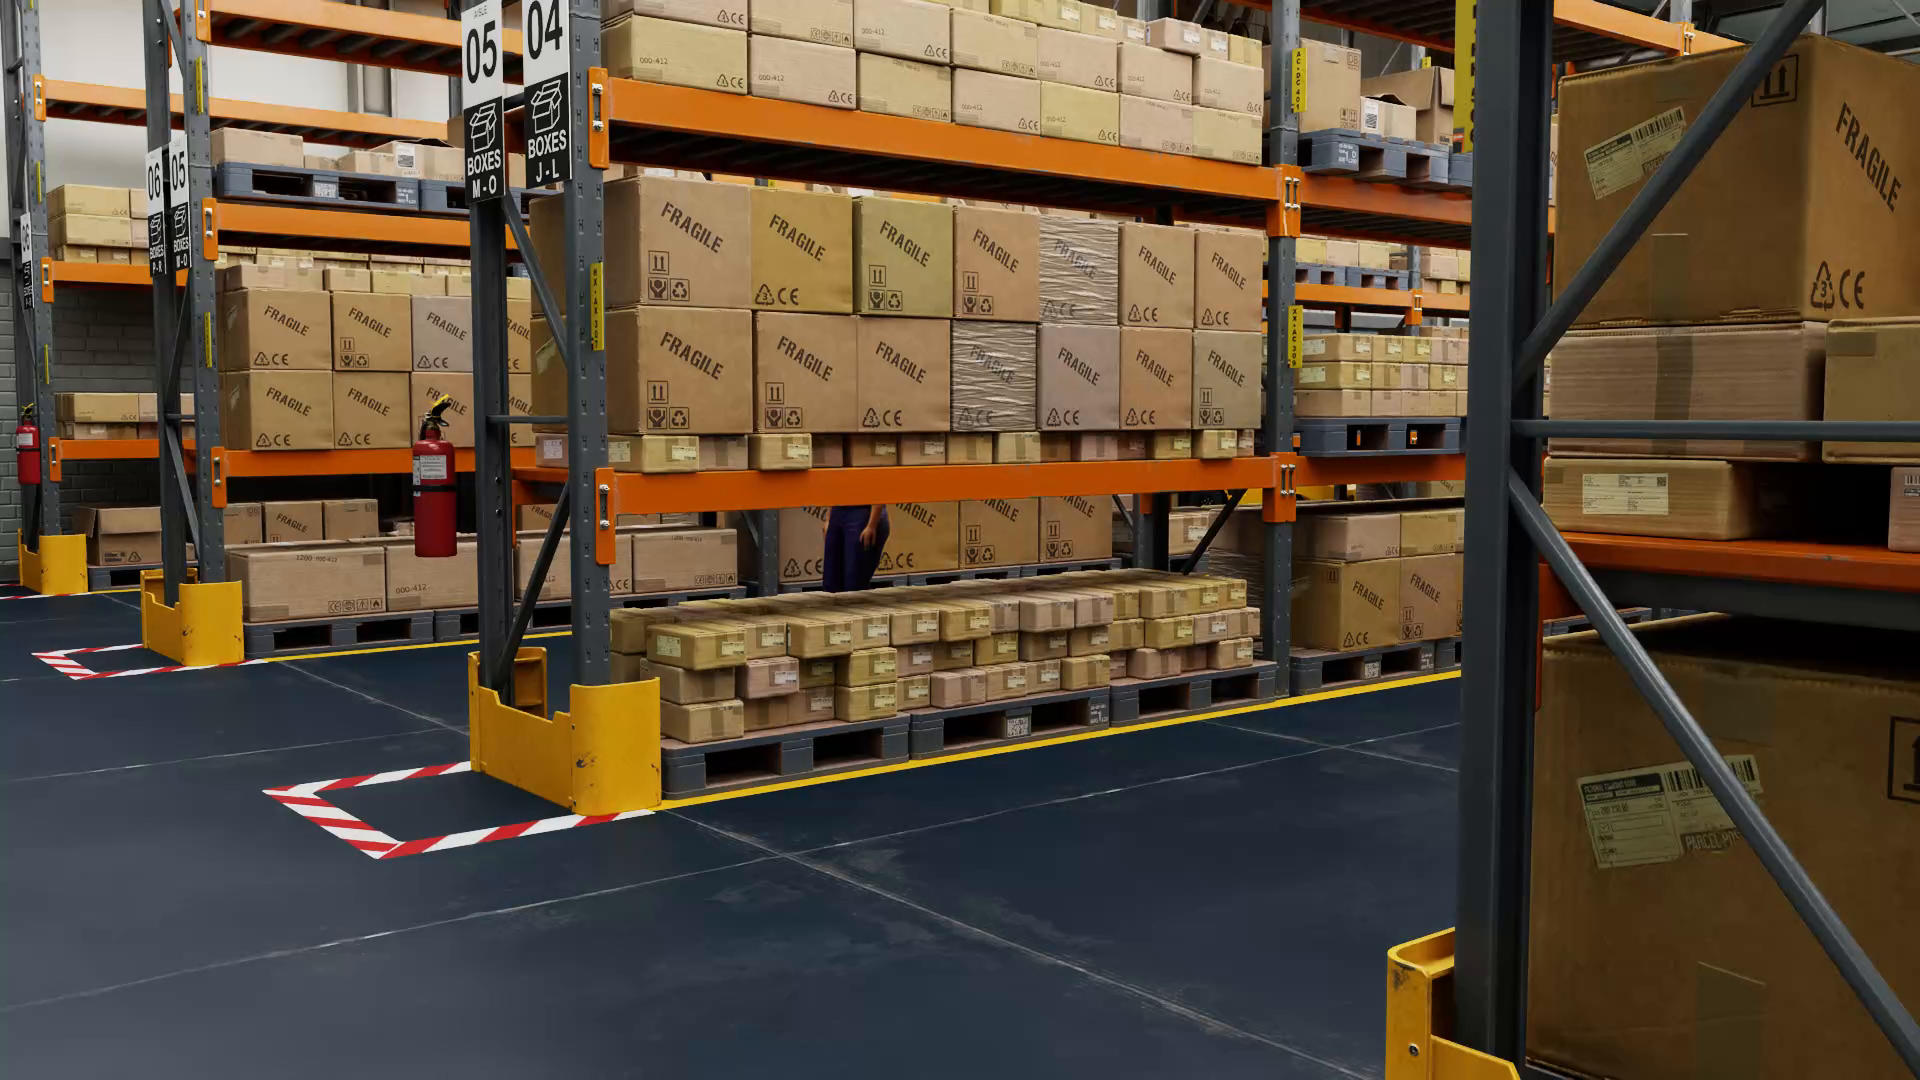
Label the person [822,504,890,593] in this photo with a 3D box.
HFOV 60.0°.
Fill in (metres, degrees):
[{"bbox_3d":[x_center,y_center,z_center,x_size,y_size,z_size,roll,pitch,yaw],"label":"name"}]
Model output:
[{"bbox_3d":[-0.678,-0.075,10.303,0.414,1.648,0.538,-3,6,-38],"label":"person"}]
